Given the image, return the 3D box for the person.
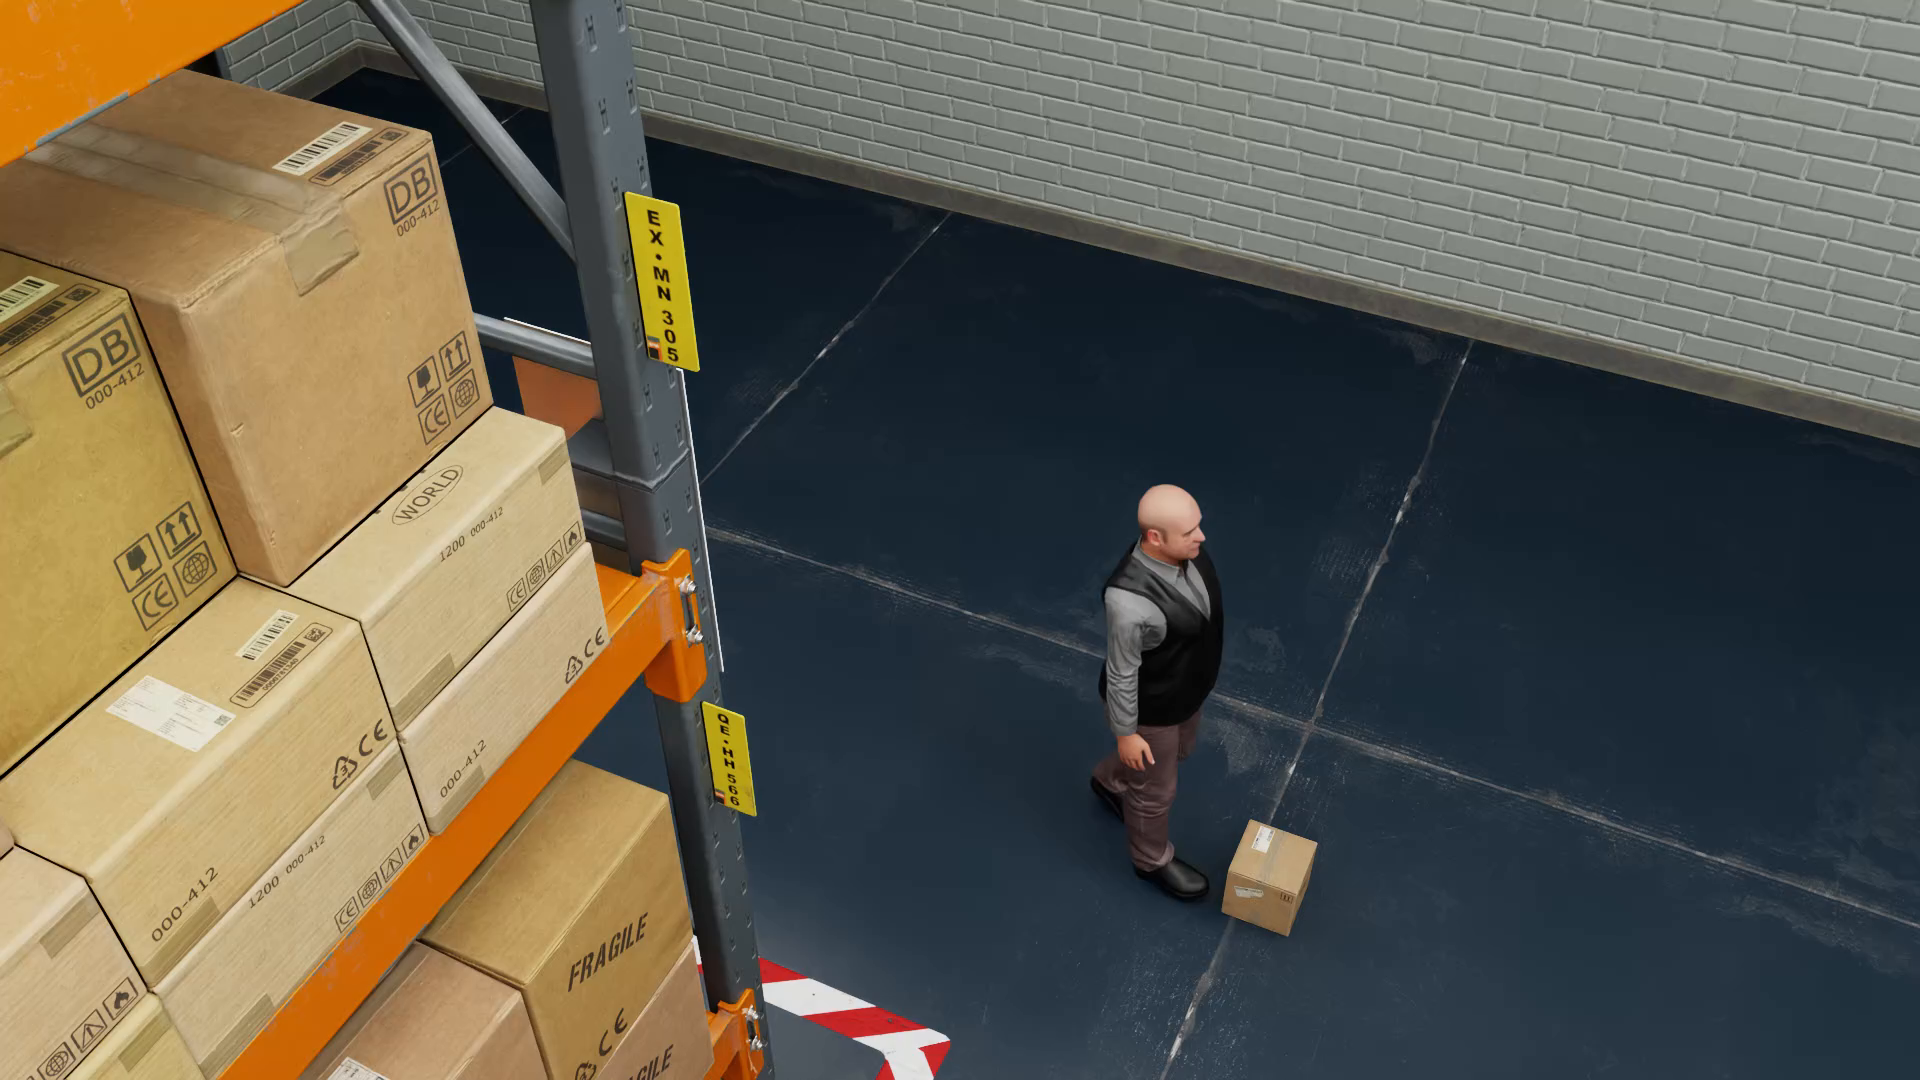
[{"bbox_3d":[0.671,0.524,5.596,0.599,1.738,0.567,22,46,23],"label":"person"}]
